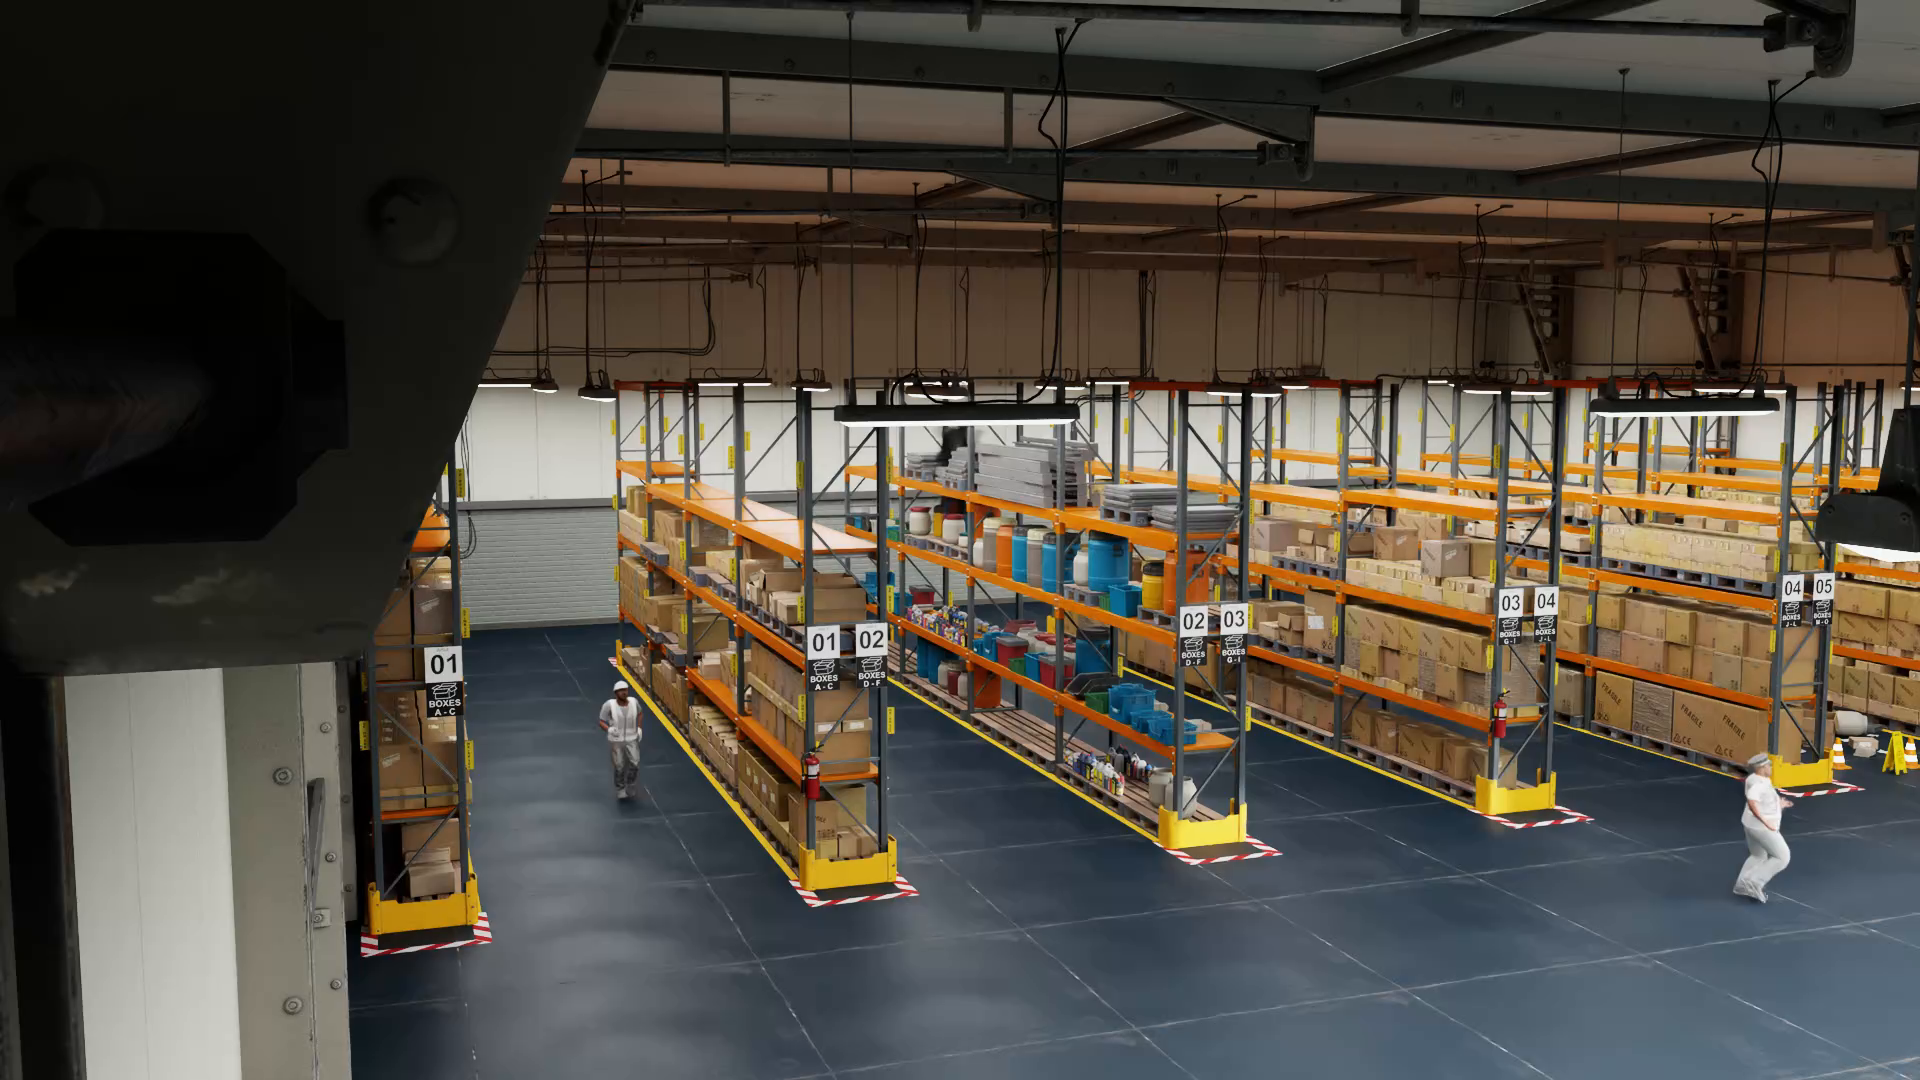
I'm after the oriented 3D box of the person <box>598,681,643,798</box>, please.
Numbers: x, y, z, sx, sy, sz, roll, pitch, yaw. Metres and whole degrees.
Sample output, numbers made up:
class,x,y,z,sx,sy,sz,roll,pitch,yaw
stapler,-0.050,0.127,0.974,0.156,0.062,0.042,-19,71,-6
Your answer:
class,x,y,z,sx,sy,sz,roll,pitch,yaw
person,-4.882,2.906,24.069,0.661,1.744,0.607,-3,7,-23

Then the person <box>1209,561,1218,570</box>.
class,x,y,z,sx,sy,sz,roll,pitch,yaw
person,5.953,1.210,40.072,0.688,1.720,0.710,3,7,28

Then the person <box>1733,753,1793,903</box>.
class,x,y,z,sx,sy,sz,roll,pitch,yaw
person,9.523,3.391,19.626,0.645,1.786,0.644,1,6,6
